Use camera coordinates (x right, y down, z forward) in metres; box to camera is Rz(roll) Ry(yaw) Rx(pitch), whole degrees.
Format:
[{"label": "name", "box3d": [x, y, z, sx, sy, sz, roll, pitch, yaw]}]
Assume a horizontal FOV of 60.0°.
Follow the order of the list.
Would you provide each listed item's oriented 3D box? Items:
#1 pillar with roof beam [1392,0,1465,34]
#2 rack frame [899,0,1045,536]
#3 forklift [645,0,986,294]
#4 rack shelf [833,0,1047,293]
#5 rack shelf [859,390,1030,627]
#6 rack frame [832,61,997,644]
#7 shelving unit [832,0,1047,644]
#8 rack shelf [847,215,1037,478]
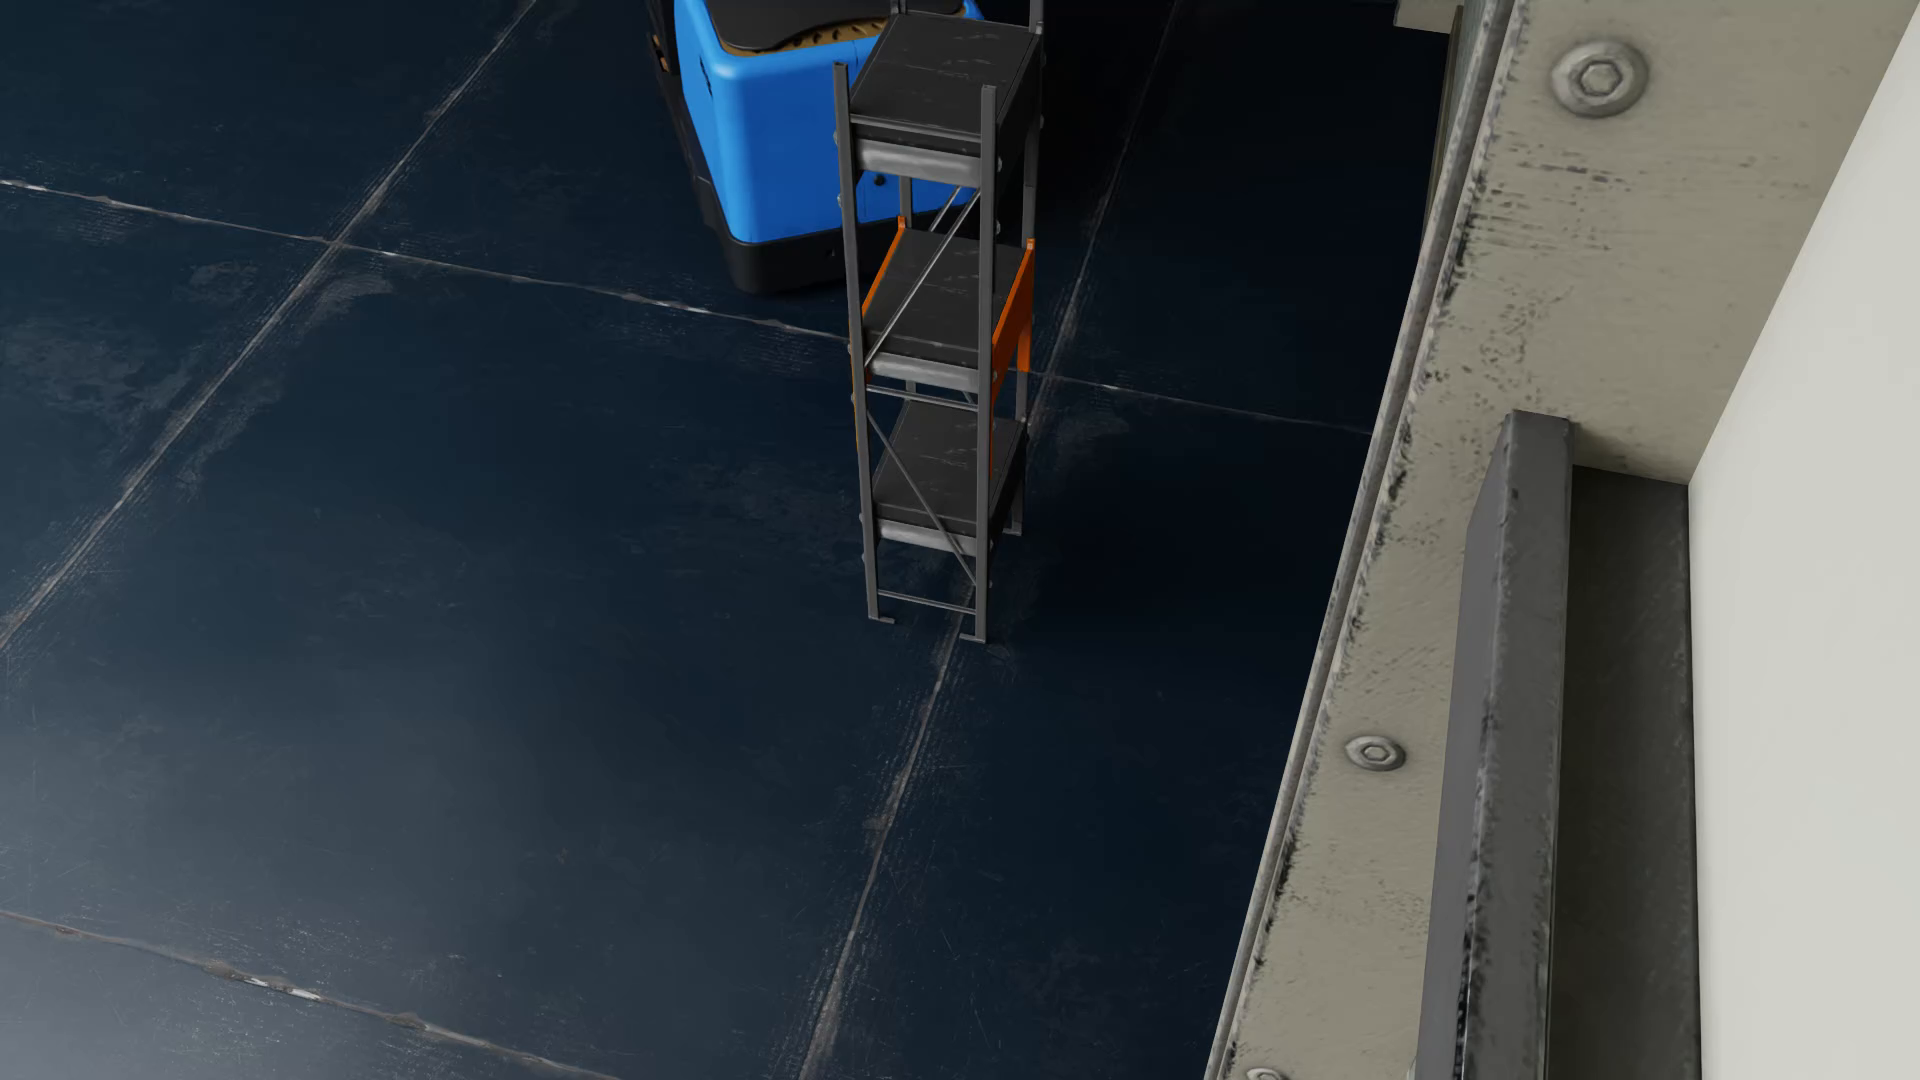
[{"label": "pillar with roof beam", "box3d": [-1.895, -6.388, 5.386, 9.100, 9.000, 0.400, 12, 50, 10]}, {"label": "rack frame", "box3d": [0.021, -0.752, 5.013, 0.400, 2.100, 0.015, 12, 50, 10]}, {"label": "forklift", "box3d": [-0.801, -3.064, 6.499, 1.130, 2.935, 3.031, -13, 50, -11]}, {"label": "rack shelf", "box3d": [-0.044, -1.029, 4.342, 0.431, 0.518, 0.480, 12, 50, 10]}, {"label": "rack shelf", "box3d": [-0.044, -0.103, 5.392, 0.431, 0.518, 0.480, 12, 50, 10]}, {"label": "rack frame", "box3d": [-0.108, -0.399, 4.701, 0.400, 2.100, 0.015, 12, 50, 10]}, {"label": "shelving unit", "box3d": [-0.044, -0.575, 4.857, 0.431, 2.100, 0.503, 12, 50, 10]}, {"label": "rack shelf", "box3d": [-0.044, -0.566, 4.867, 0.431, 0.518, 0.480, 12, 50, 10]}]
